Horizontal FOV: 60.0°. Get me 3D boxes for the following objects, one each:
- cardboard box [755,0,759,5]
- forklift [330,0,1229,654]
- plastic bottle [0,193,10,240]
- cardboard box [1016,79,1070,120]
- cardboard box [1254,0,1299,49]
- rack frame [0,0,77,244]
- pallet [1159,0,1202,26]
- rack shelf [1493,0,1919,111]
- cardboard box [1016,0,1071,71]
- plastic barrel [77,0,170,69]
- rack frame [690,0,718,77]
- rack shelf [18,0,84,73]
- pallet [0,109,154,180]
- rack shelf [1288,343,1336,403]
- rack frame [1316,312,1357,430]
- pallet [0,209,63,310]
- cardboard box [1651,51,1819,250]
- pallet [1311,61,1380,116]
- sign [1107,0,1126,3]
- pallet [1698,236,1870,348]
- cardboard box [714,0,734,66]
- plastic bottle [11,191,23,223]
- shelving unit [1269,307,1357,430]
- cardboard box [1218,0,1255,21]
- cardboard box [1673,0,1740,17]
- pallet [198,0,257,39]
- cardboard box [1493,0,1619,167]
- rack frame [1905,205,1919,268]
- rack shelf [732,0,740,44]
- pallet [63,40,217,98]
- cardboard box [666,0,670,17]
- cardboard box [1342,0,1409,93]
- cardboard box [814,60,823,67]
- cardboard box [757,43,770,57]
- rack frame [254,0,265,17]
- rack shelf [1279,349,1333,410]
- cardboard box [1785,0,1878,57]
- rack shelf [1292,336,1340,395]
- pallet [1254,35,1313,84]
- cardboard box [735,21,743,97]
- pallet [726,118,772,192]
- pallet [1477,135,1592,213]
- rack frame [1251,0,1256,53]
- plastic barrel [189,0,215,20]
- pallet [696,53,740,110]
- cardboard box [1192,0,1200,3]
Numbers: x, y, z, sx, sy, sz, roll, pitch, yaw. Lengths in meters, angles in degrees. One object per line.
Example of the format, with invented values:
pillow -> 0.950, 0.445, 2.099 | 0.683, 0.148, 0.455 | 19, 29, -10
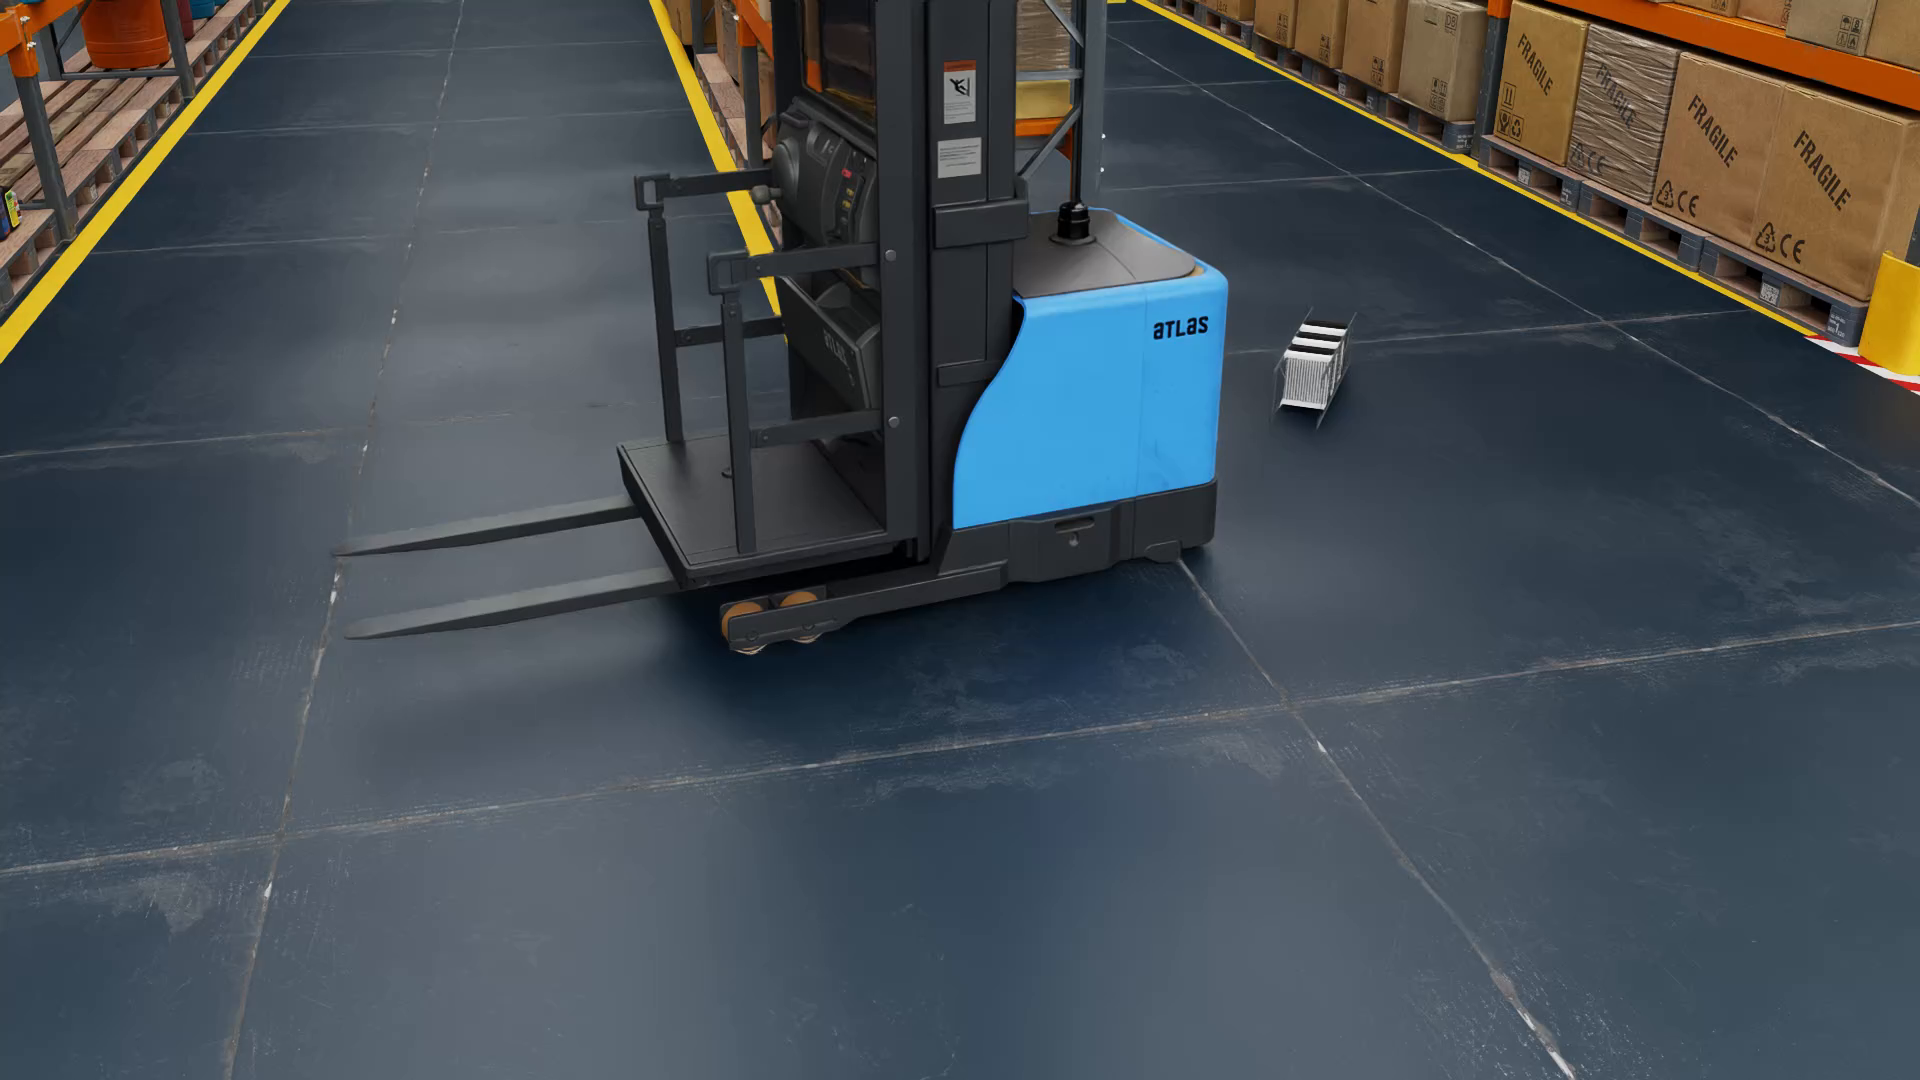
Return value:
cardboard box -> -0.953, -3.088, 9.318 | 0.380, 0.149, 0.250 | -6, 27, -12
forklift -> -0.632, -1.202, 5.379 | 3.031, 2.935, 1.130 | -10, 29, -20
plastic bottle -> -5.235, -1.800, 8.939 | 0.144, 0.351, 0.185 | -7, 28, -13
cardboard box -> 0.234, -1.824, 6.814 | 0.380, 0.149, 0.250 | -6, 27, -12
cardboard box -> 3.168, -4.665, 14.194 | 1.050, 0.750, 0.750 | -6, 27, -12
rack frame -> -5.661, -3.040, 8.944 | 1.000, 3.000, 0.127 | -6, 27, -12
pallet -> 2.672, -5.391, 16.697 | 1.003, 0.211, 1.213 | -6, 27, -12
rack shelf -> 4.470, -2.803, 9.273 | 1.077, 0.370, 4.000 | -6, 27, -12
cardboard box -> -0.031, -2.209, 6.856 | 0.875, 0.500, 0.500 | -6, 27, -12
plastic barrel -> -6.690, -4.228, 13.239 | 0.600, 0.830, 0.708 | -6, 27, -12
rack frame -> -1.737, -5.299, 13.419 | 1.000, 3.000, 0.127 | -6, 27, -12
rack shelf -> -6.112, -3.597, 10.846 | 1.077, 0.370, 4.000 | -6, 27, -12
pallet -> -6.154, -2.673, 11.311 | 1.003, 0.211, 1.213 | -6, 27, -12
rack shelf -> 1.551, -0.735, 7.379 | 0.200, 0.258, 0.077 | 10, 28, 19
rack frame -> 1.690, -0.770, 7.449 | 0.006, 0.240, 0.900 | 10, 28, 19
pallet -> -5.551, -1.496, 8.980 | 1.003, 0.211, 1.213 | -6, 27, -12
cardboard box -> 4.503, -2.162, 9.097 | 0.875, 0.875, 0.875 | -6, 27, -12
pallet -> 3.494, -3.625, 13.198 | 1.003, 0.211, 1.213 | -6, 27, -12
sign -> 0.594, -2.229, 6.376 | 0.100, 0.325, 0.005 | -6, 27, -12
pallet -> 4.665, -1.344, 8.679 | 1.003, 0.211, 1.213 | -6, 27, -12
cardboard box -> -1.567, -4.087, 13.305 | 0.700, 0.500, 0.500 | -7, 28, -14
plastic bottle -> -5.276, -1.859, 9.222 | 0.097, 0.201, 0.097 | 0, 27, 0
shelving unit -> 1.596, -0.786, 7.482 | 0.210, 0.258, 0.900 | 10, 28, 19
cardboard box -> 2.715, -5.092, 15.318 | 0.500, 0.500, 0.500 | -6, 27, -12
cardboard box -> 4.484, -3.198, 9.090 | 0.875, 0.550, 0.500 | -6, 27, -12
pallet -> -7.331, -4.964, 15.851 | 1.003, 0.211, 1.213 | -6, 27, -12
cardboard box -> 4.093, -2.958, 10.673 | 0.875, 0.875, 0.875 | -6, 27, -11
rack frame -> 4.921, -2.246, 7.371 | 1.000, 3.000, 0.127 | -6, 27, -12
rack shelf -> -1.286, -4.100, 11.842 | 1.077, 0.370, 4.000 | -6, 27, -12
pallet -> -6.781, -3.893, 13.729 | 1.003, 0.211, 1.213 | -6, 27, -12
cardboard box -> -2.066, -5.235, 15.185 | 1.225, 0.875, 0.875 | -6, 27, -11
cardboard box -> 3.578, -3.873, 12.624 | 1.050, 0.750, 0.750 | -6, 27, -12
cardboard box -> -0.497, -2.326, 7.808 | 0.380, 0.149, 0.250 | -6, 27, -12
cardboard box -> -1.042, -3.106, 11.361 | 0.700, 0.500, 0.500 | -6, 27, -12
rack frame -> -7.464, -6.552, 15.902 | 1.000, 3.000, 0.127 | -6, 27, -12
rack shelf -> 1.519, -0.697, 7.304 | 0.200, 0.258, 0.077 | 10, 28, 19
cardboard box -> 4.648, -2.711, 8.125 | 0.875, 0.550, 0.550 | -6, 27, -12
rack shelf -> 1.584, -0.772, 7.454 | 0.200, 0.258, 0.077 | 10, 28, 19
pallet -> 3.222, -4.160, 14.257 | 1.003, 0.211, 1.213 | -6, 27, -12
cardboard box -> -1.295, -3.597, 12.333 | 0.700, 0.500, 0.500 | -4, 27, -7
pallet -> -1.013, -2.640, 11.246 | 1.003, 0.211, 1.213 | -6, 27, -12
pallet -> 4.115, -2.416, 10.802 | 1.003, 0.211, 1.213 | -6, 27, -12
rack frame -> 3.118, -5.758, 14.329 | 1.000, 3.000, 0.127 | -6, 27, -12
plastic barrel -> -7.199, -5.251, 15.188 | 0.600, 0.901, 0.708 | -6, 27, -12
pallet -> -1.562, -3.711, 13.368 | 1.003, 0.211, 1.213 | -6, 27, -12
cardboard box -> 2.467, -5.551, 16.227 | 0.500, 0.500, 0.500 | -7, 28, -14
